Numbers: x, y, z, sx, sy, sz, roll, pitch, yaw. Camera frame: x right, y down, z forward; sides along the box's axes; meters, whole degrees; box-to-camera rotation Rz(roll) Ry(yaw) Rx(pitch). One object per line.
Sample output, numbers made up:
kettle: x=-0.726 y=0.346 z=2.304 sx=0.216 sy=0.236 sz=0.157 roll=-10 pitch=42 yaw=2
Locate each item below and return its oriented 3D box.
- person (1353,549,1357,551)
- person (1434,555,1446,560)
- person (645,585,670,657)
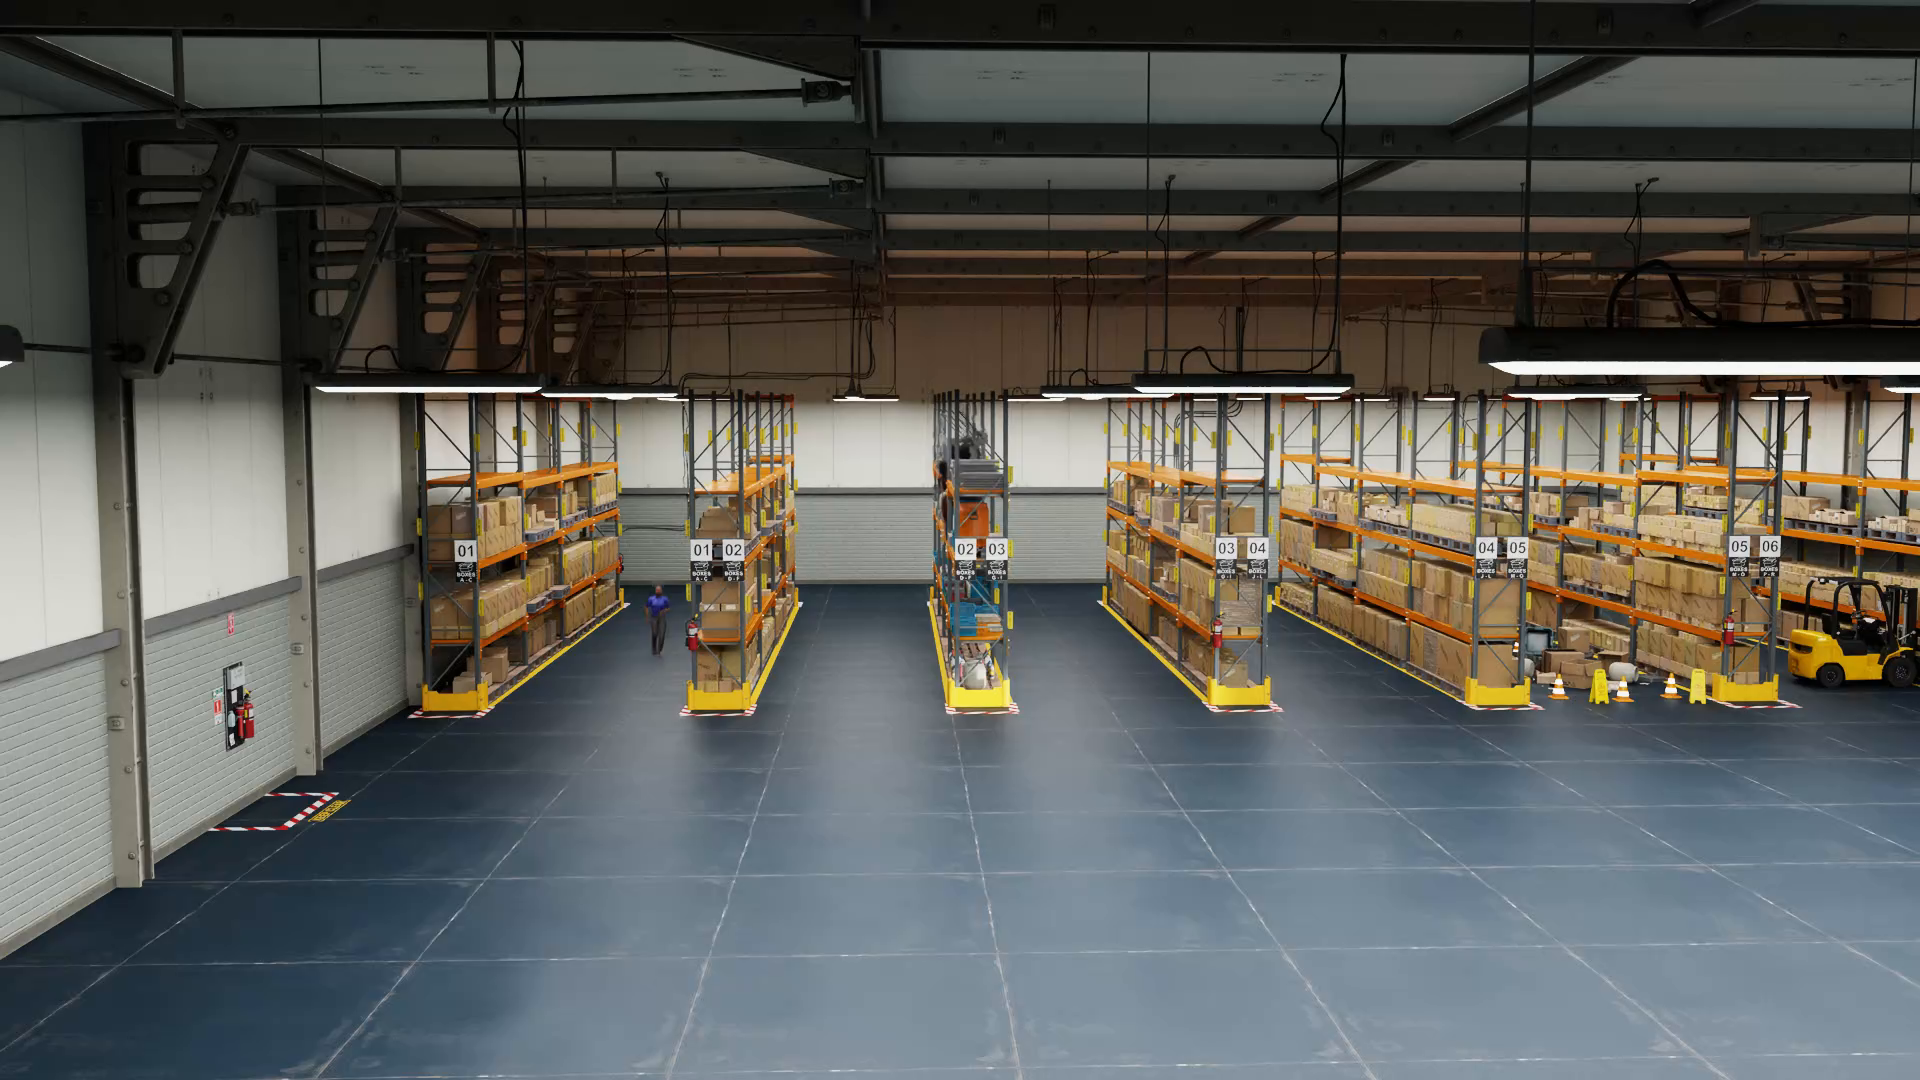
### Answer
person: x=11.514 y=0.816 z=49.242 sx=0.761 sy=1.839 sz=0.641 roll=-2 pitch=5 yaw=-19
person: x=14.190 y=0.880 z=49.371 sx=0.943 sy=1.637 sz=0.776 roll=2 pitch=5 yaw=22
person: x=-6.816 y=1.837 z=37.551 sx=0.550 sy=1.626 sz=0.646 roll=-1 pitch=5 yaw=-16
